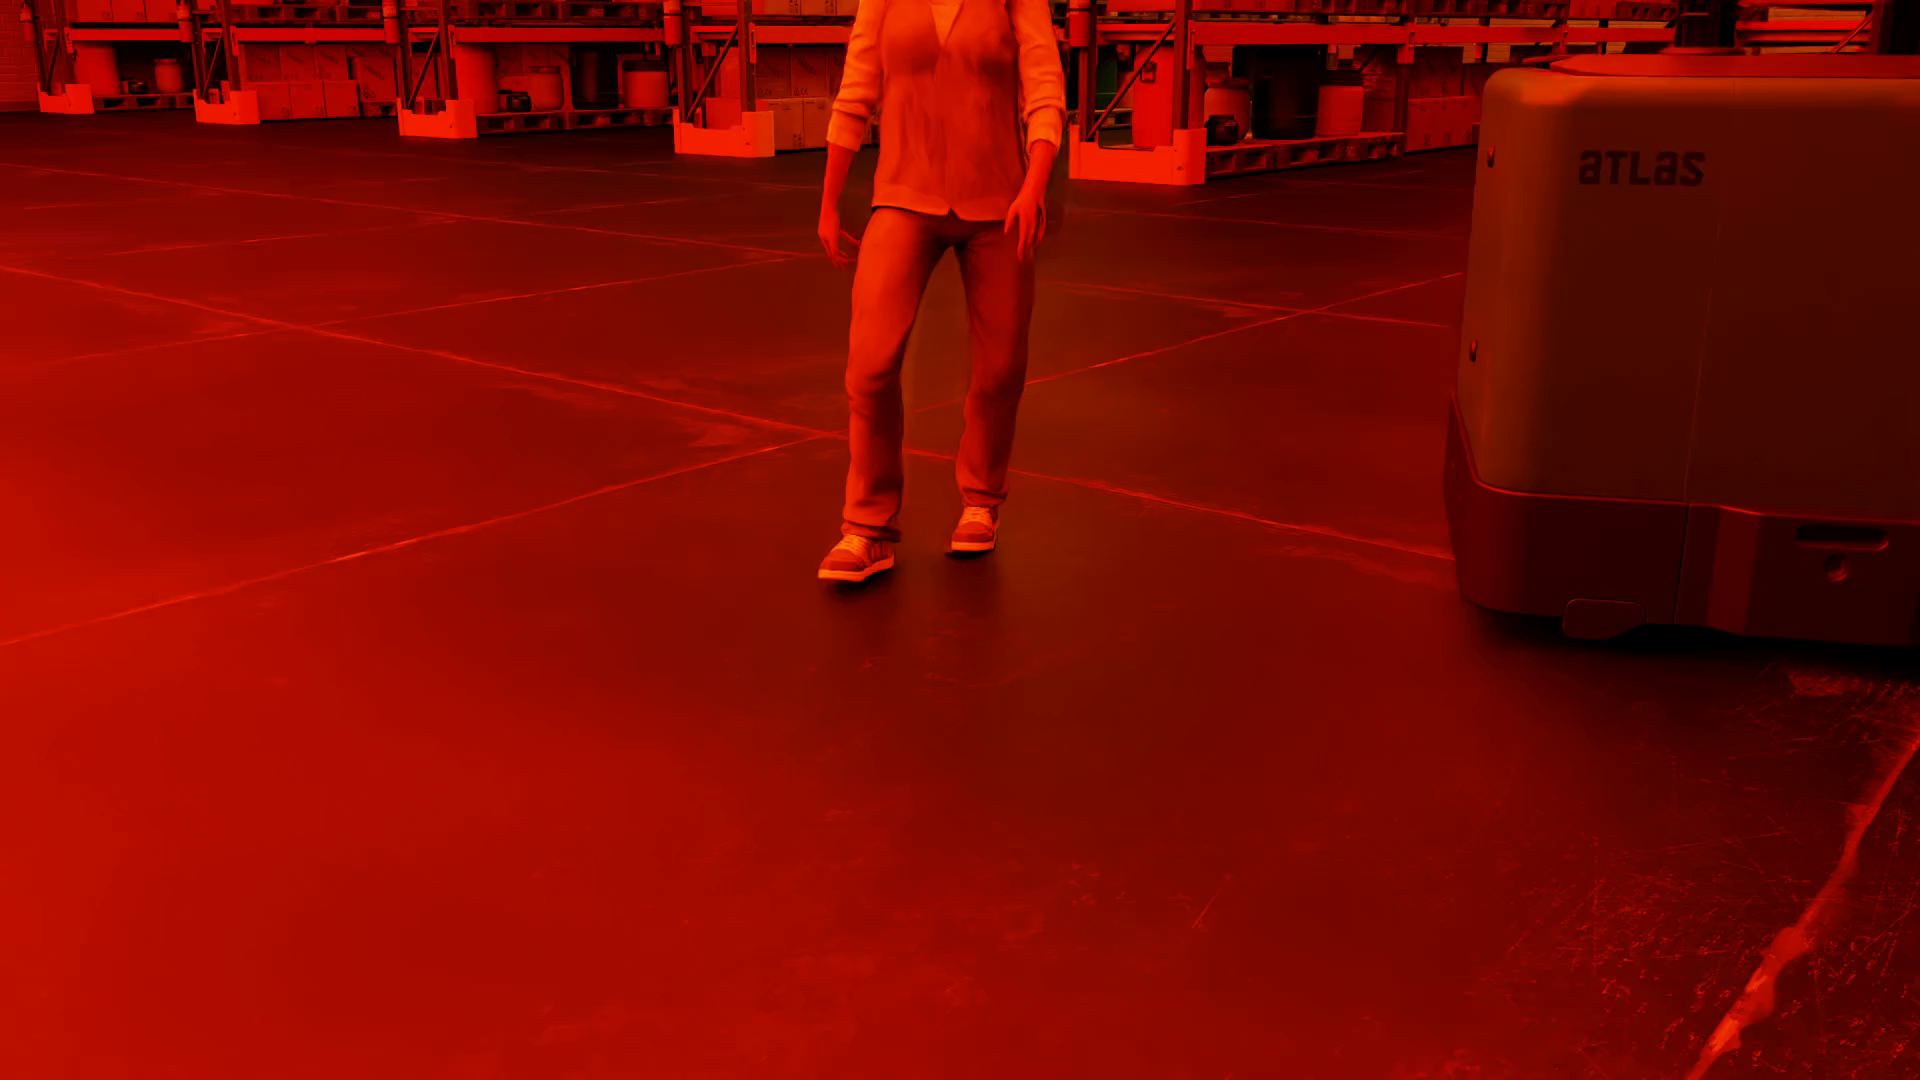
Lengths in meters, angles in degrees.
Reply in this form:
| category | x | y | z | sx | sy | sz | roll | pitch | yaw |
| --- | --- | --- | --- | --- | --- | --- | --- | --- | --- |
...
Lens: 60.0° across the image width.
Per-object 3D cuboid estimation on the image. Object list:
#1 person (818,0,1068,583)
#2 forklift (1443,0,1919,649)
| category | x | y | z | sx | sy | sz | roll | pitch | yaw |
| --- | --- | --- | --- | --- | --- | --- | --- | --- | --- |
| person | -0.045 | -0.692 | 3.568 | 0.528 | 1.553 | 0.586 | 0 | 17 | 0 |
| forklift | 2.579 | -1.245 | 2.999 | 3.031 | 2.935 | 1.130 | 4 | 17 | 12 |
